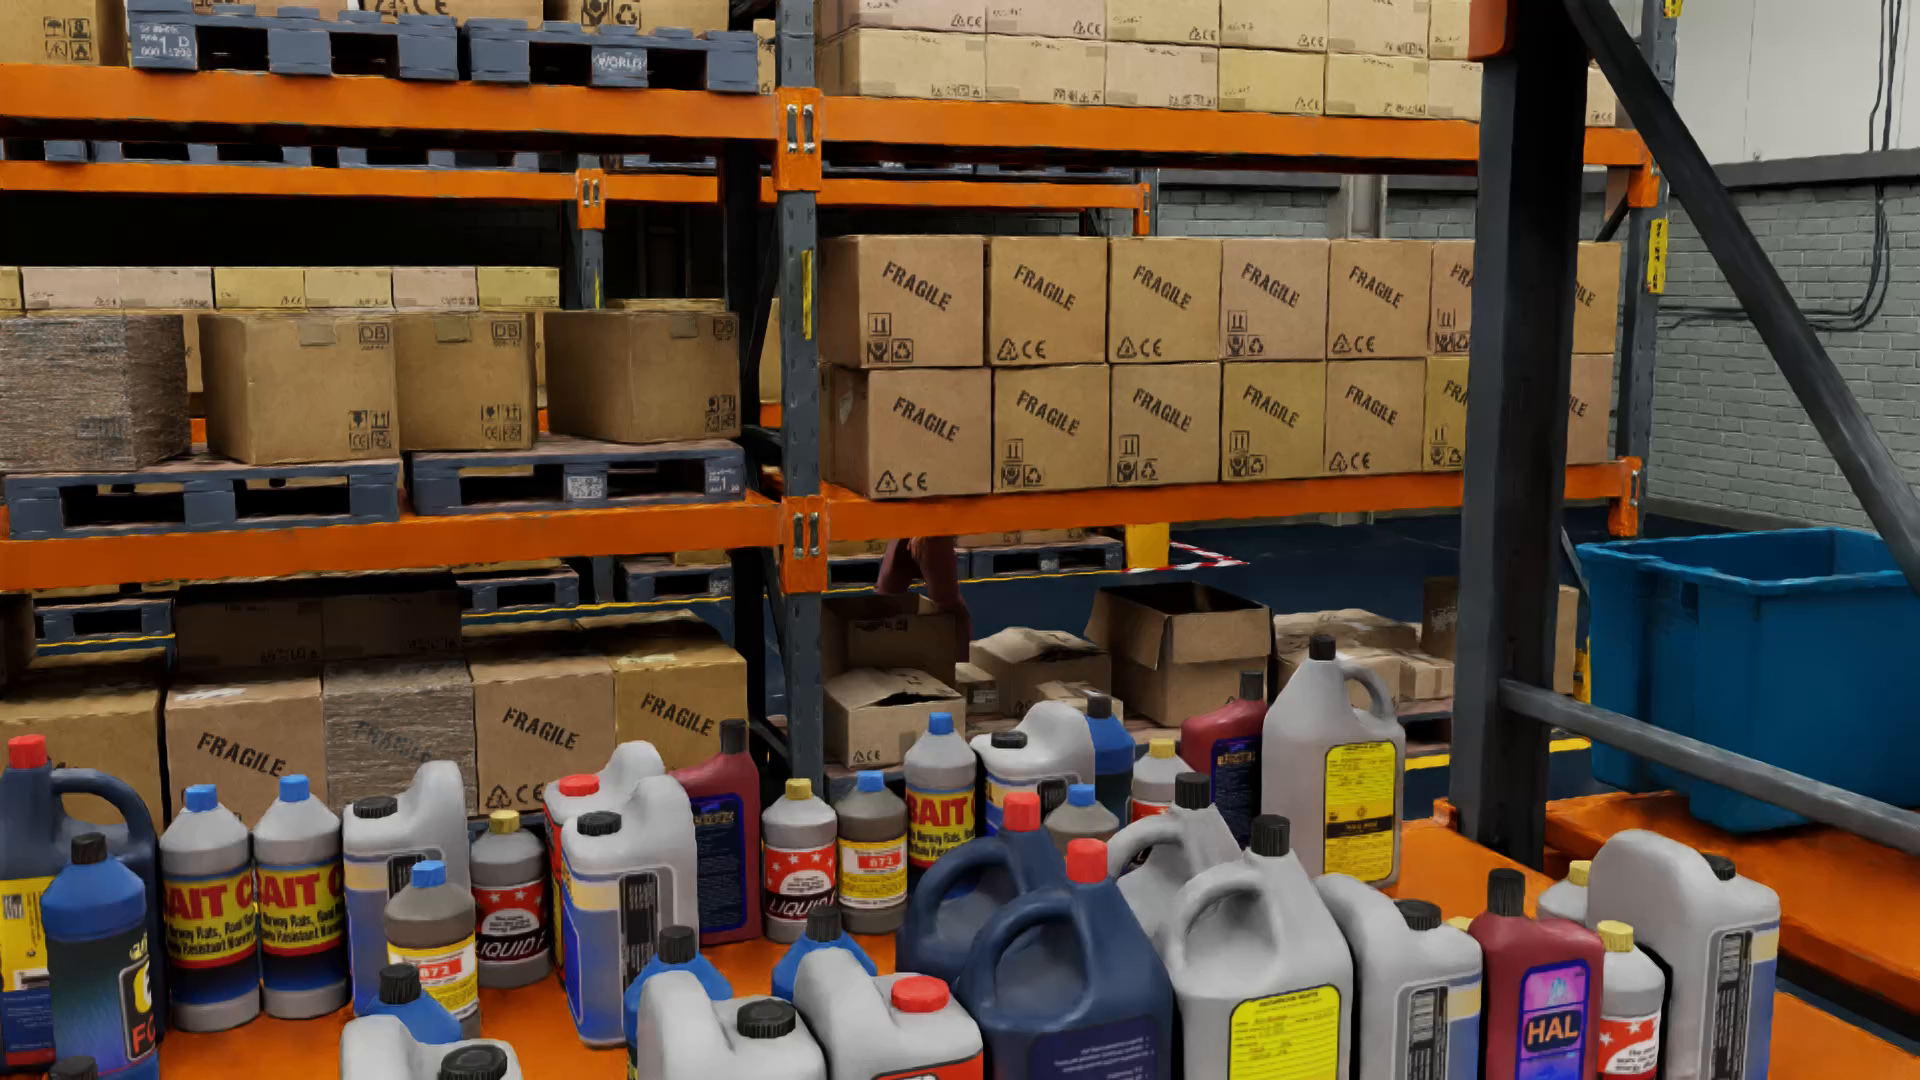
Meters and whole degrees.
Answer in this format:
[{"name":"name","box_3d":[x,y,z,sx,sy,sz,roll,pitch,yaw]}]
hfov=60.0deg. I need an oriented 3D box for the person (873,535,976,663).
[{"name":"person","box_3d":[-0.274,-0.050,8.651,0.812,1.636,0.463,-3,9,-17]}]
